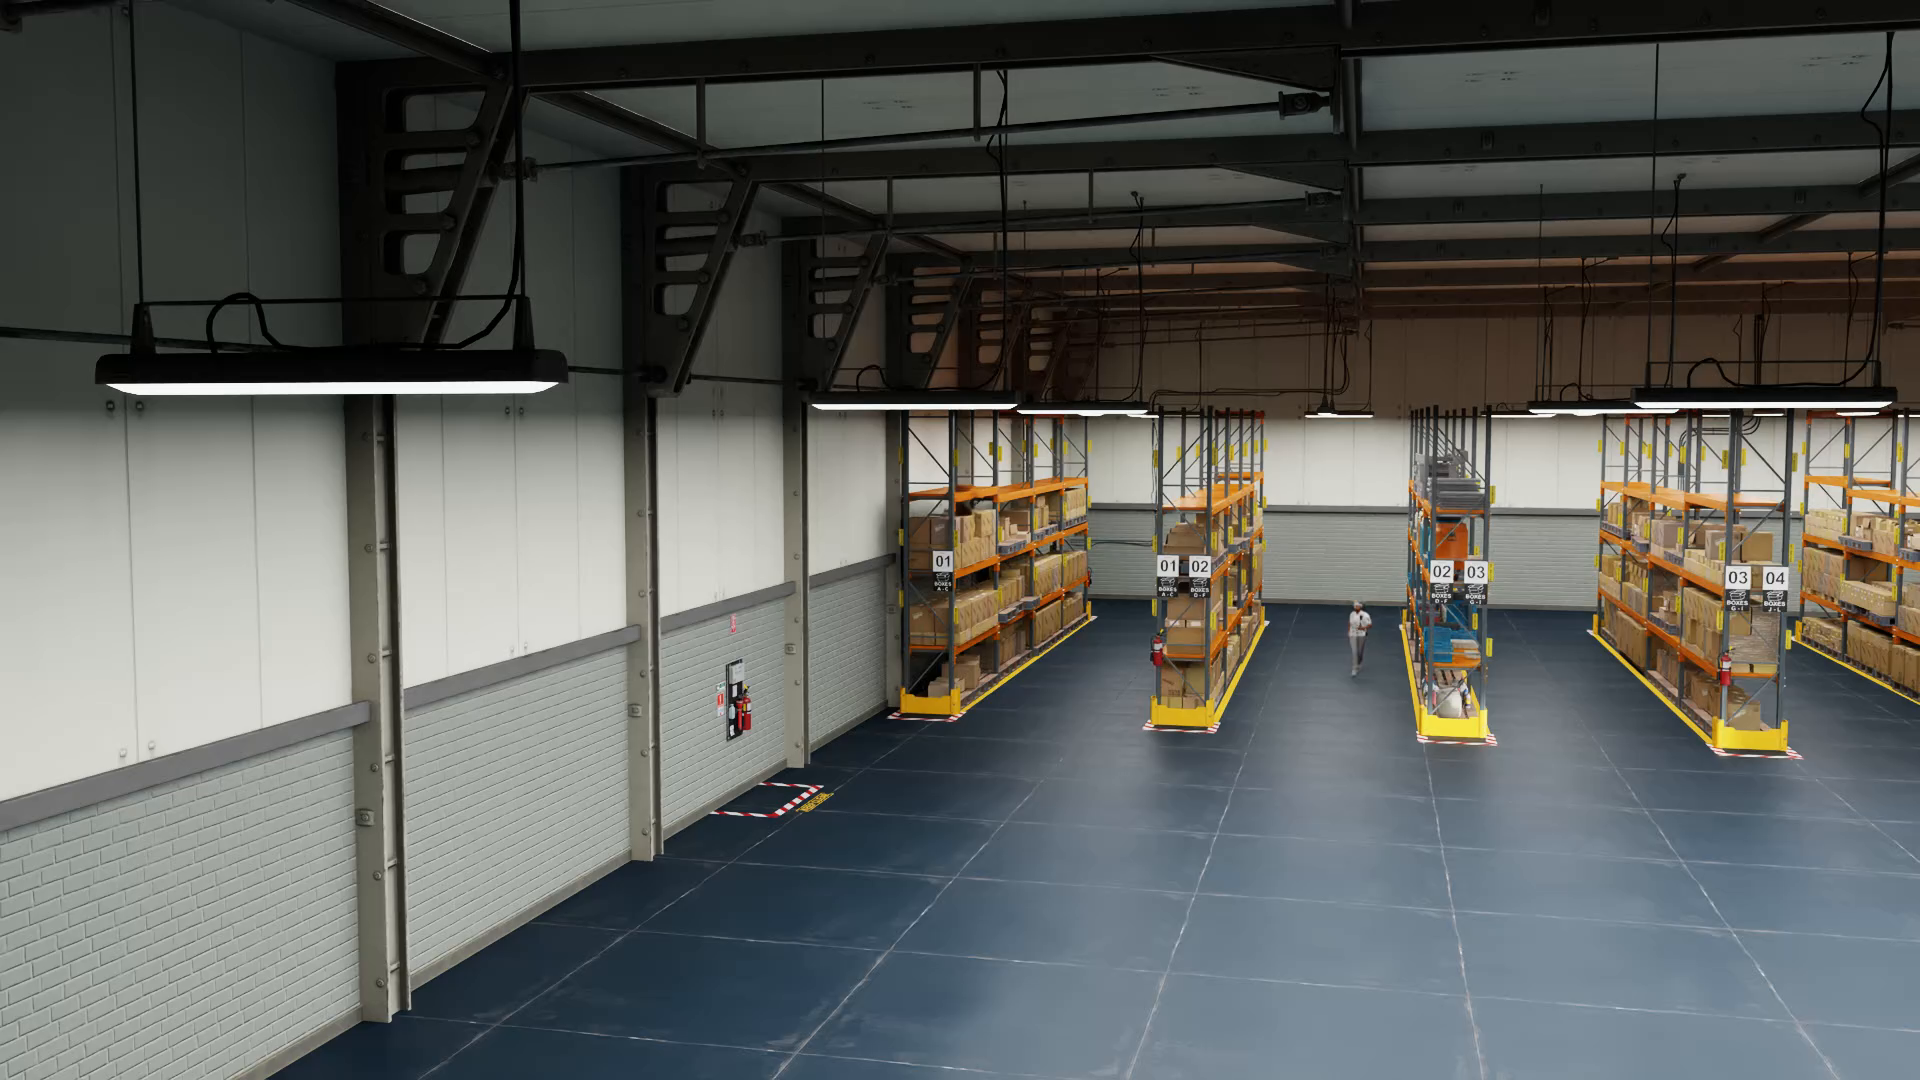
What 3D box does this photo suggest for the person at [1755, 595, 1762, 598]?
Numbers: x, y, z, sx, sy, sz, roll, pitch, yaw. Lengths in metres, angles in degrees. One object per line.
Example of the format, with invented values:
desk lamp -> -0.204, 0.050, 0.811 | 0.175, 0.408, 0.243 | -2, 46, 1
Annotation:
person -> 20.852, 1.693, 43.899 | 1.042, 1.729, 0.581 | -3, 5, -33

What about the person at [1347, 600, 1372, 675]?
person -> 9.010, 2.170, 37.496 | 0.549, 1.648, 1.006 | 1, 4, 14
